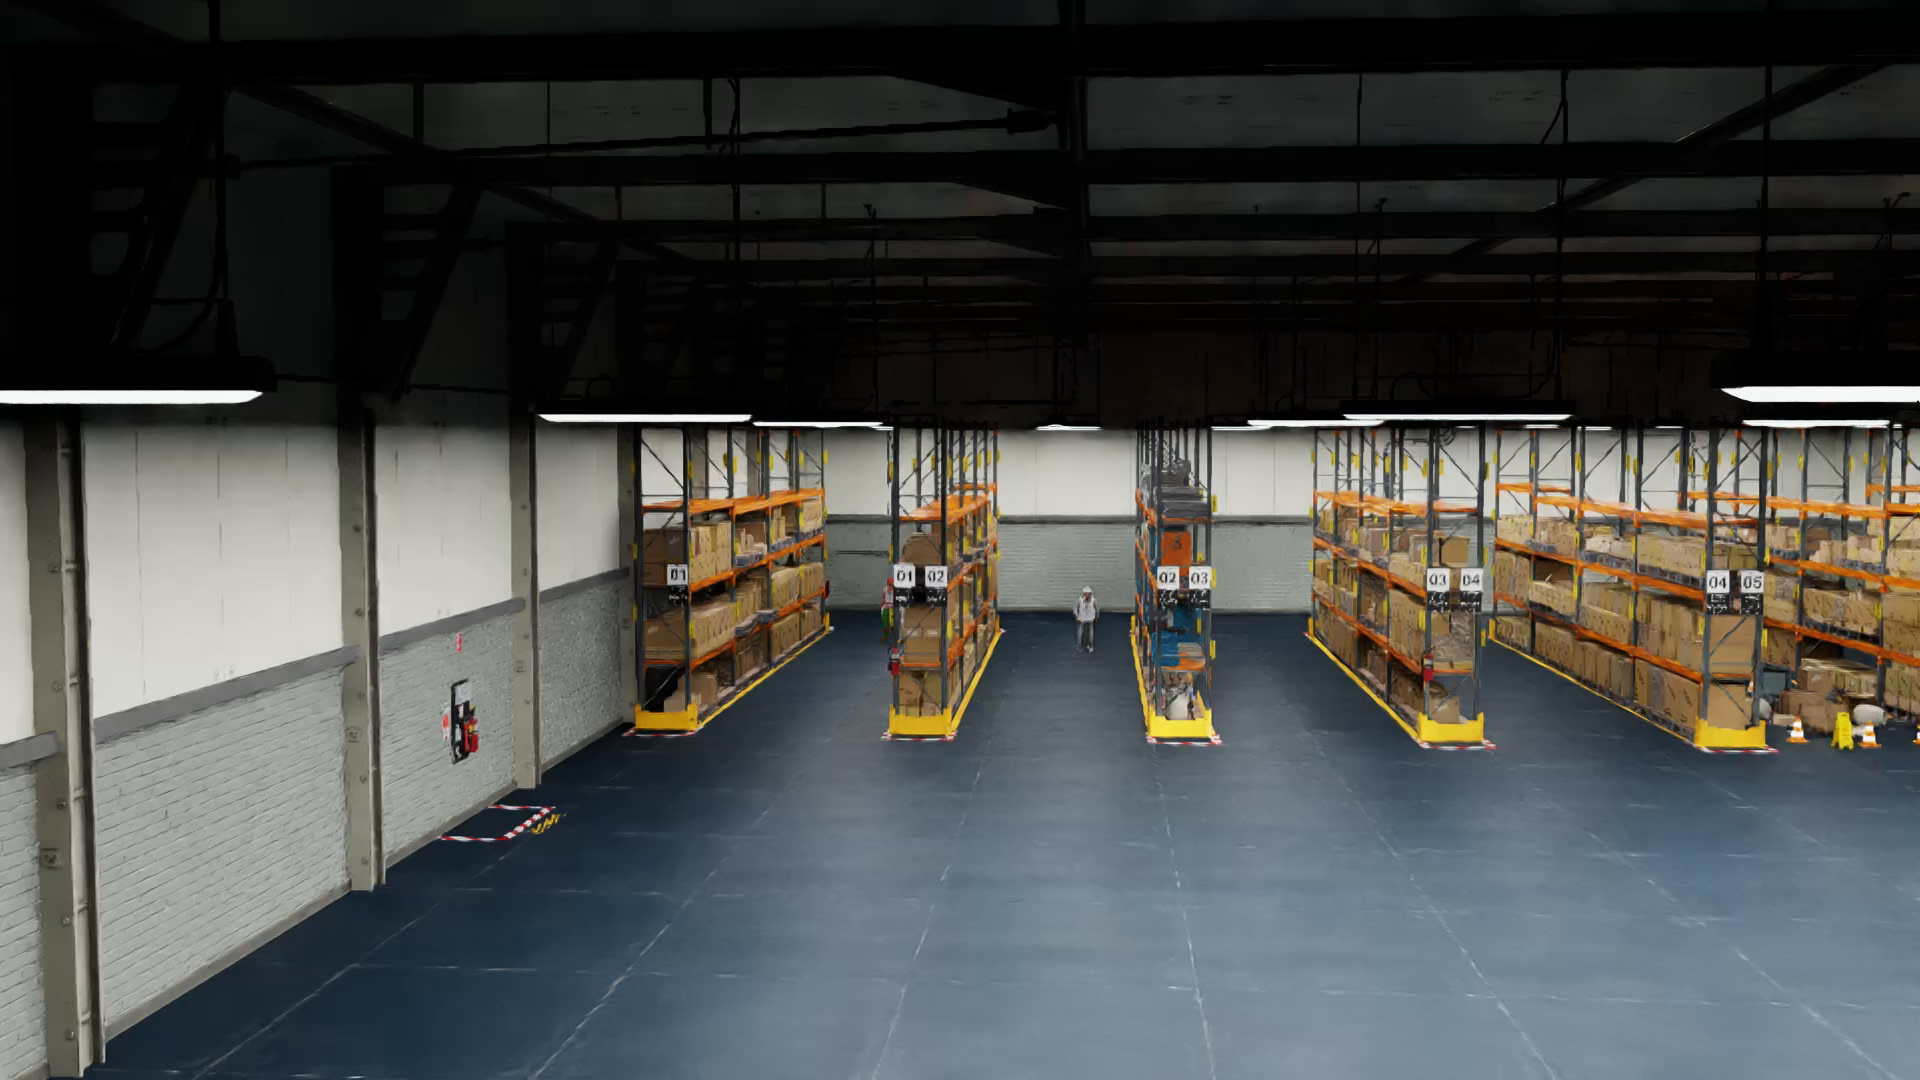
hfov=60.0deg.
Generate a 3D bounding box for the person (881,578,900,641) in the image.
[{"bbox_3d":[-1.905,1.877,45.609,0.550,1.709,1.124,0,4,2],"label":"person"}]

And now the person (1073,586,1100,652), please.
[{"bbox_3d":[3.283,2.051,43.161,0.677,1.726,0.574,0,4,3],"label":"person"}]

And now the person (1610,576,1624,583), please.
[{"bbox_3d":[19.174,1.658,48.771,0.584,1.775,0.576,-2,4,-30],"label":"person"}]

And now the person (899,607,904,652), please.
[{"bbox_3d":[-1.351,2.141,42.503,0.639,1.632,0.498,0,4,3],"label":"person"}]
